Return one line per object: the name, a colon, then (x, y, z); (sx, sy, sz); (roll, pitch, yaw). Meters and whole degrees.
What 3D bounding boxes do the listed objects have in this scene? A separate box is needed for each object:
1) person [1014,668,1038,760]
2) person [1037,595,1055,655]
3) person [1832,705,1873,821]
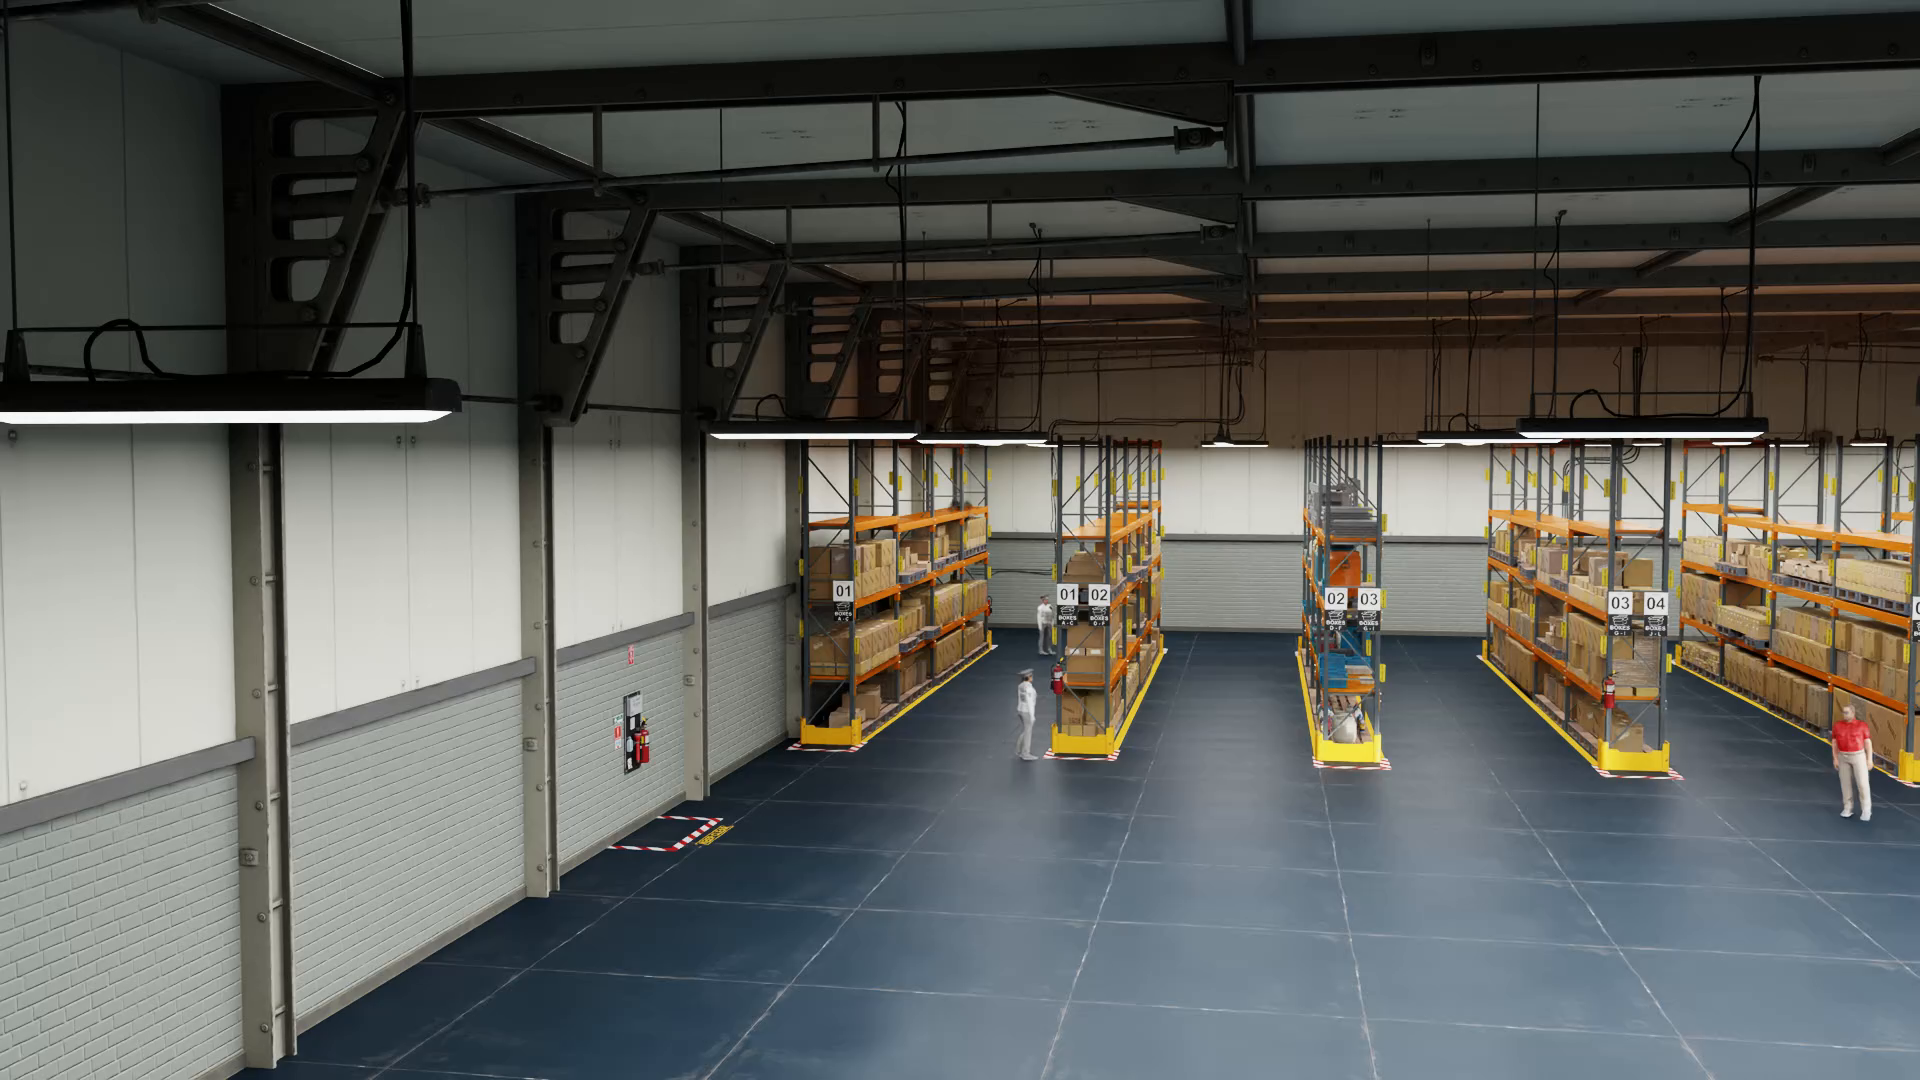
person: (1.244, 3.231, 30.788); (0.356, 1.707, 0.570); (-1, 3, -20)
person: (2.421, 2.373, 46.542); (0.530, 1.693, 0.385); (-2, 4, -32)
person: (13.926, 3.463, 25.978); (0.413, 1.761, 0.629); (-3, 4, -44)
